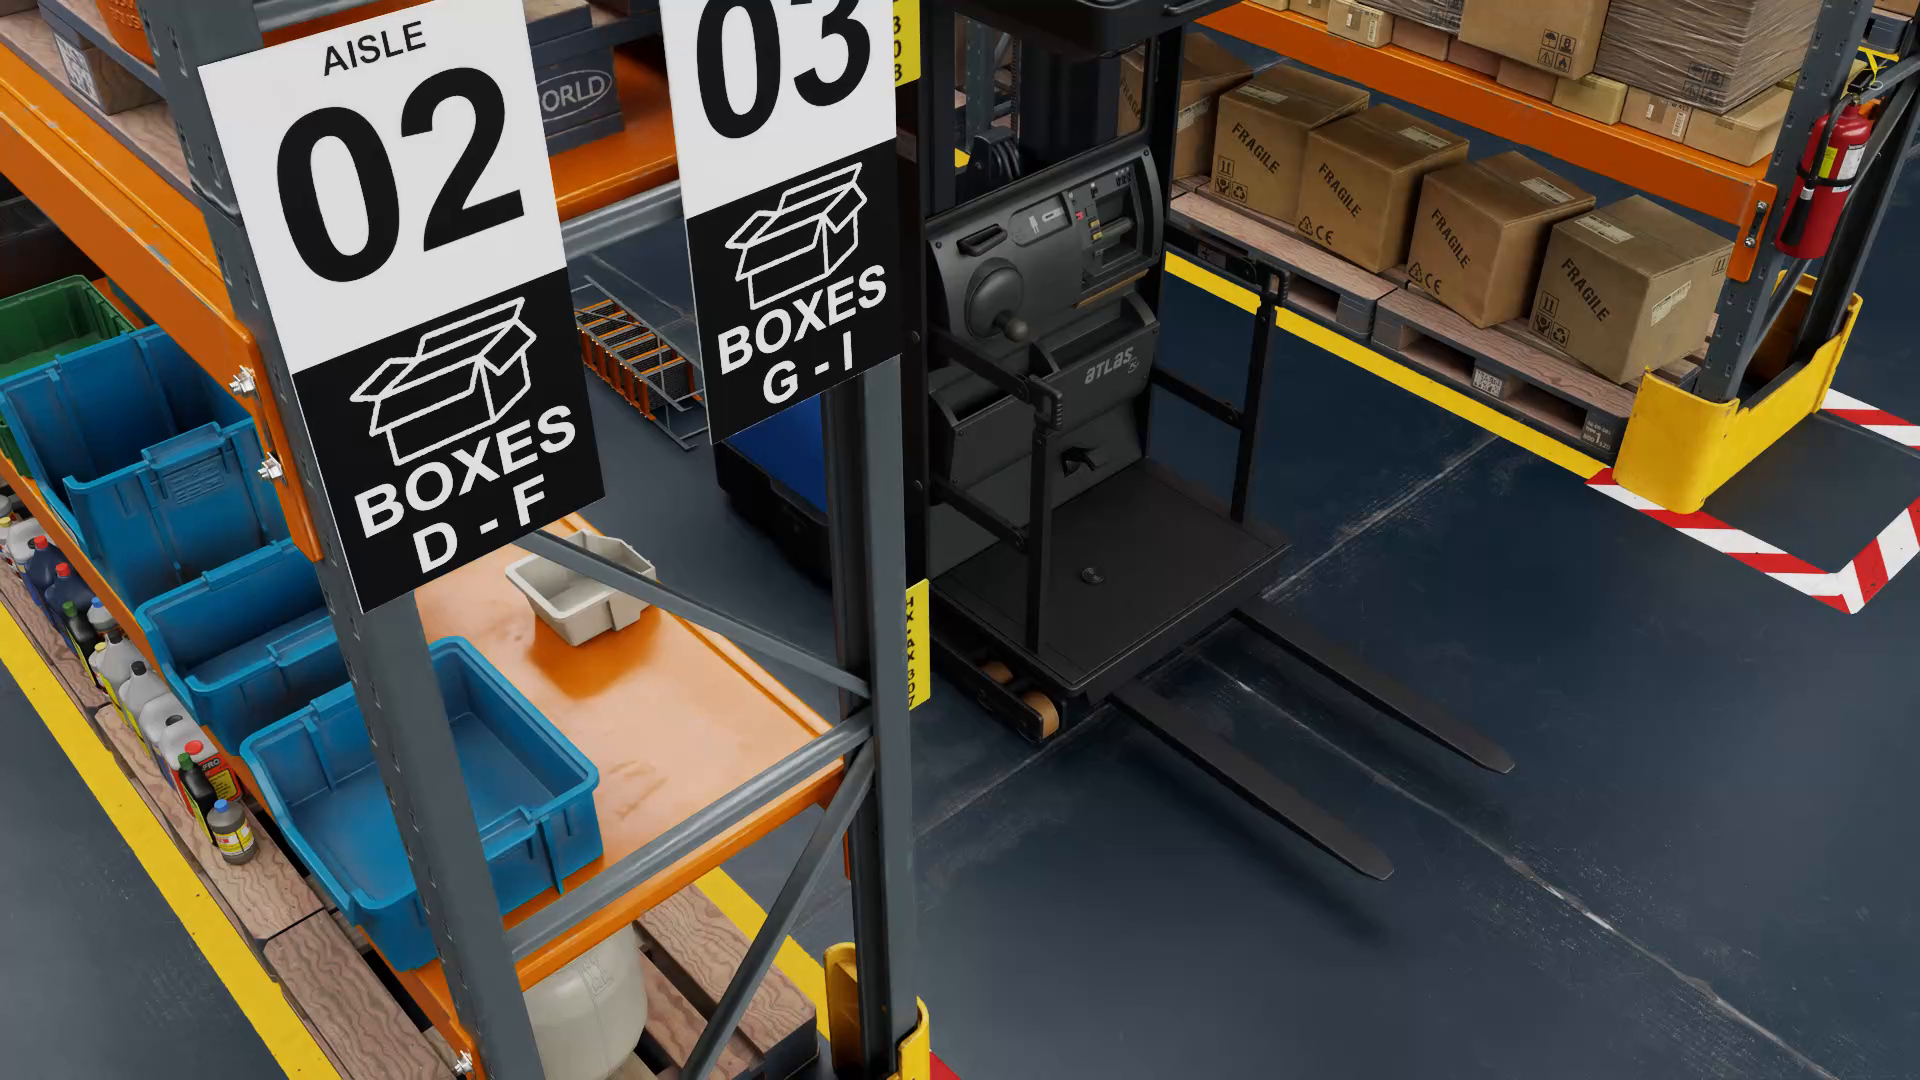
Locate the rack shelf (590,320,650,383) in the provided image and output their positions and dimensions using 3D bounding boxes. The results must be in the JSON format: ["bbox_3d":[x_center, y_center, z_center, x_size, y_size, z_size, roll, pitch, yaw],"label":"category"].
[{"bbox_3d":[-1.429,-0.807,7.094,0.258,0.180,0.103,-27,46,-29],"label":"rack shelf"}]

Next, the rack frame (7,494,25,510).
[{"bbox_3d":[-3.215,-1.288,5.457,1.000,3.000,0.127,-30,48,-32],"label":"rack frame"}]

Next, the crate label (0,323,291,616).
[{"bbox_3d":[-1.953,-0.187,4.066,0.502,0.435,0.616,-30,48,-32],"label":"crate label"}]

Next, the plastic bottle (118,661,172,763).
[{"bbox_3d":[-2.433,0.492,5.012,0.144,0.351,0.185,-28,47,-30],"label":"plastic bottle"}]

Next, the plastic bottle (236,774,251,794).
[{"bbox_3d":[-2.147,0.612,4.917,0.061,0.283,0.133,-30,48,-32],"label":"plastic bottle"}]

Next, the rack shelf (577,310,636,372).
[{"bbox_3d":[-1.504,-0.866,7.168,0.258,0.180,0.103,-27,46,-29],"label":"rack shelf"}]

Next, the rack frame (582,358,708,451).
[{"bbox_3d":[-1.382,-0.699,7.105,0.240,0.006,1.200,-27,46,-29],"label":"rack frame"}]

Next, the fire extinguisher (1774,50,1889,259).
[{"bbox_3d":[2.877,-1.262,5.487,0.296,0.674,0.183,-30,48,-32],"label":"fire extinguisher"}]

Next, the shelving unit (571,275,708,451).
[{"bbox_3d":[-1.382,-0.771,7.048,0.258,0.189,1.200,-27,46,-29],"label":"shelving unit"}]

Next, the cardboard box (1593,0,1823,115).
[{"bbox_3d":[2.787,-1.962,5.976,0.875,0.500,0.500,-30,48,-32],"label":"cardboard box"}]

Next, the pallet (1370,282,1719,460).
[{"bbox_3d":[2.564,-0.883,7.175,1.003,0.211,1.213,-30,48,-32],"label":"pallet"}]

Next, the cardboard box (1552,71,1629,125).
[{"bbox_3d":[2.419,-1.698,6.164,0.380,0.149,0.250,-30,48,-32],"label":"cardboard box"}]

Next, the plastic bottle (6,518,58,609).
[{"bbox_3d":[-3.083,0.072,5.591,0.152,0.276,0.135,-28,47,-30],"label":"plastic bottle"}]

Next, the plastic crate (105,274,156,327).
[{"bbox_3d":[-2.266,-0.833,5.013,0.499,0.251,0.616,-30,48,-32],"label":"plastic crate"}]

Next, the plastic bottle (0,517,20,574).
[{"bbox_3d":[-3.253,0.011,5.727,0.097,0.201,0.097,0,39,0],"label":"plastic bottle"}]

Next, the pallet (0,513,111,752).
[{"bbox_3d":[-2.791,0.126,5.926,1.003,0.211,1.213,-30,48,-32],"label":"pallet"}]

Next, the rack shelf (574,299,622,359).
[{"bbox_3d":[-1.579,-0.924,7.241,0.258,0.180,0.103,-27,46,-29],"label":"rack shelf"}]

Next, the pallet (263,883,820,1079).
[{"bbox_3d":[-1.141,1.255,4.528,1.003,0.211,1.213,-30,48,-32],"label":"pallet"}]

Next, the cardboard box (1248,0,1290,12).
[{"bbox_3d":[1.382,-2.379,7.008,0.380,0.149,0.250,-30,48,-32],"label":"cardboard box"}]

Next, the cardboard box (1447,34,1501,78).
[{"bbox_3d":[2.122,-1.953,6.481,0.380,0.149,0.250,-30,48,-32],"label":"cardboard box"}]

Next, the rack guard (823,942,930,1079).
[{"bbox_3d":[-0.595,1.521,3.969,1.175,0.500,0.348,-30,48,-32],"label":"rack guard"}]

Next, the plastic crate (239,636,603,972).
[{"bbox_3d":[-1.068,0.517,3.341,0.499,0.251,0.616,-30,48,-32],"label":"plastic crate"}]

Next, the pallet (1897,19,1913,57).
[{"bbox_3d":[6.262,-2.854,9.616,1.003,0.211,1.213,-30,48,-32],"label":"pallet"}]

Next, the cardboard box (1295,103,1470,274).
[{"bbox_3d":[1.890,-1.588,7.484,0.500,0.500,0.500,-25,45,-28],"label":"cardboard box"}]

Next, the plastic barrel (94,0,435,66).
[{"bbox_3d":[-0.932,-1.105,2.167,0.600,0.830,0.708,-30,48,-32],"label":"plastic barrel"}]

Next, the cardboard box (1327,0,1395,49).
[{"bbox_3d":[1.702,-2.137,6.709,0.380,0.149,0.250,-30,48,-32],"label":"cardboard box"}]

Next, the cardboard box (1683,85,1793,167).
[{"bbox_3d":[2.794,-1.488,5.905,0.380,0.149,0.250,-30,48,-32],"label":"cardboard box"}]

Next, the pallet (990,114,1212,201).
[{"bbox_3d":[0.914,-2.012,8.573,1.003,0.211,1.213,-30,48,-32],"label":"pallet"}]

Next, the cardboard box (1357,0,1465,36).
[{"bbox_3d":[2.054,-2.392,6.508,0.875,0.500,0.500,-30,48,-32],"label":"cardboard box"}]

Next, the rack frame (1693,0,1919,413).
[{"bbox_3d":[3.139,-1.541,5.771,1.000,3.000,0.127,-30,48,-32],"label":"rack frame"}]

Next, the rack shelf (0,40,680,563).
[{"bbox_3d":[-1.862,-1.249,3.595,1.077,0.370,4.000,-30,48,-32],"label":"rack shelf"}]

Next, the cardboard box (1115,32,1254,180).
[{"bbox_3d":[1.068,-2.119,8.142,0.500,0.500,0.500,-16,42,-19],"label":"cardboard box"}]

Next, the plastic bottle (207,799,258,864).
[{"bbox_3d":[-2.074,0.817,4.728,0.097,0.201,0.097,0,39,0],"label":"plastic bottle"}]

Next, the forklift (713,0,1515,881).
[{"bbox_3d":[0.424,-0.848,4.967,1.130,2.935,3.031,-30,48,-32],"label":"forklift"}]

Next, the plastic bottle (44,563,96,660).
[{"bbox_3d":[-2.847,0.209,5.362,0.185,0.351,0.144,32,49,33],"label":"plastic bottle"}]

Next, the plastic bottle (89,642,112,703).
[{"bbox_3d":[-2.672,0.408,5.235,0.097,0.201,0.097,0,39,0],"label":"plastic bottle"}]

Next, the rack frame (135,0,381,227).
[{"bbox_3d":[-0.509,-1.770,1.280,1.000,3.000,0.127,-30,48,-32],"label":"rack frame"}]

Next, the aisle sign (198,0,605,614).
[{"bbox_3d":[-0.679,-0.288,2.151,0.394,0.787,0.004,-30,48,-32],"label":"aisle sign"}]

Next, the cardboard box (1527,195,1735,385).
[{"bbox_3d":[2.729,-1.028,6.791,0.500,0.500,0.500,-21,44,-24],"label":"cardboard box"}]

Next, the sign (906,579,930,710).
[{"bbox_3d":[-0.101,0.224,3.365,0.100,0.325,0.005,-30,48,-32],"label":"sign"}]

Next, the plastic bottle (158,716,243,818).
[{"bbox_3d":[-2.225,0.660,4.863,0.152,0.276,0.135,-30,47,-31],"label":"plastic bottle"}]
